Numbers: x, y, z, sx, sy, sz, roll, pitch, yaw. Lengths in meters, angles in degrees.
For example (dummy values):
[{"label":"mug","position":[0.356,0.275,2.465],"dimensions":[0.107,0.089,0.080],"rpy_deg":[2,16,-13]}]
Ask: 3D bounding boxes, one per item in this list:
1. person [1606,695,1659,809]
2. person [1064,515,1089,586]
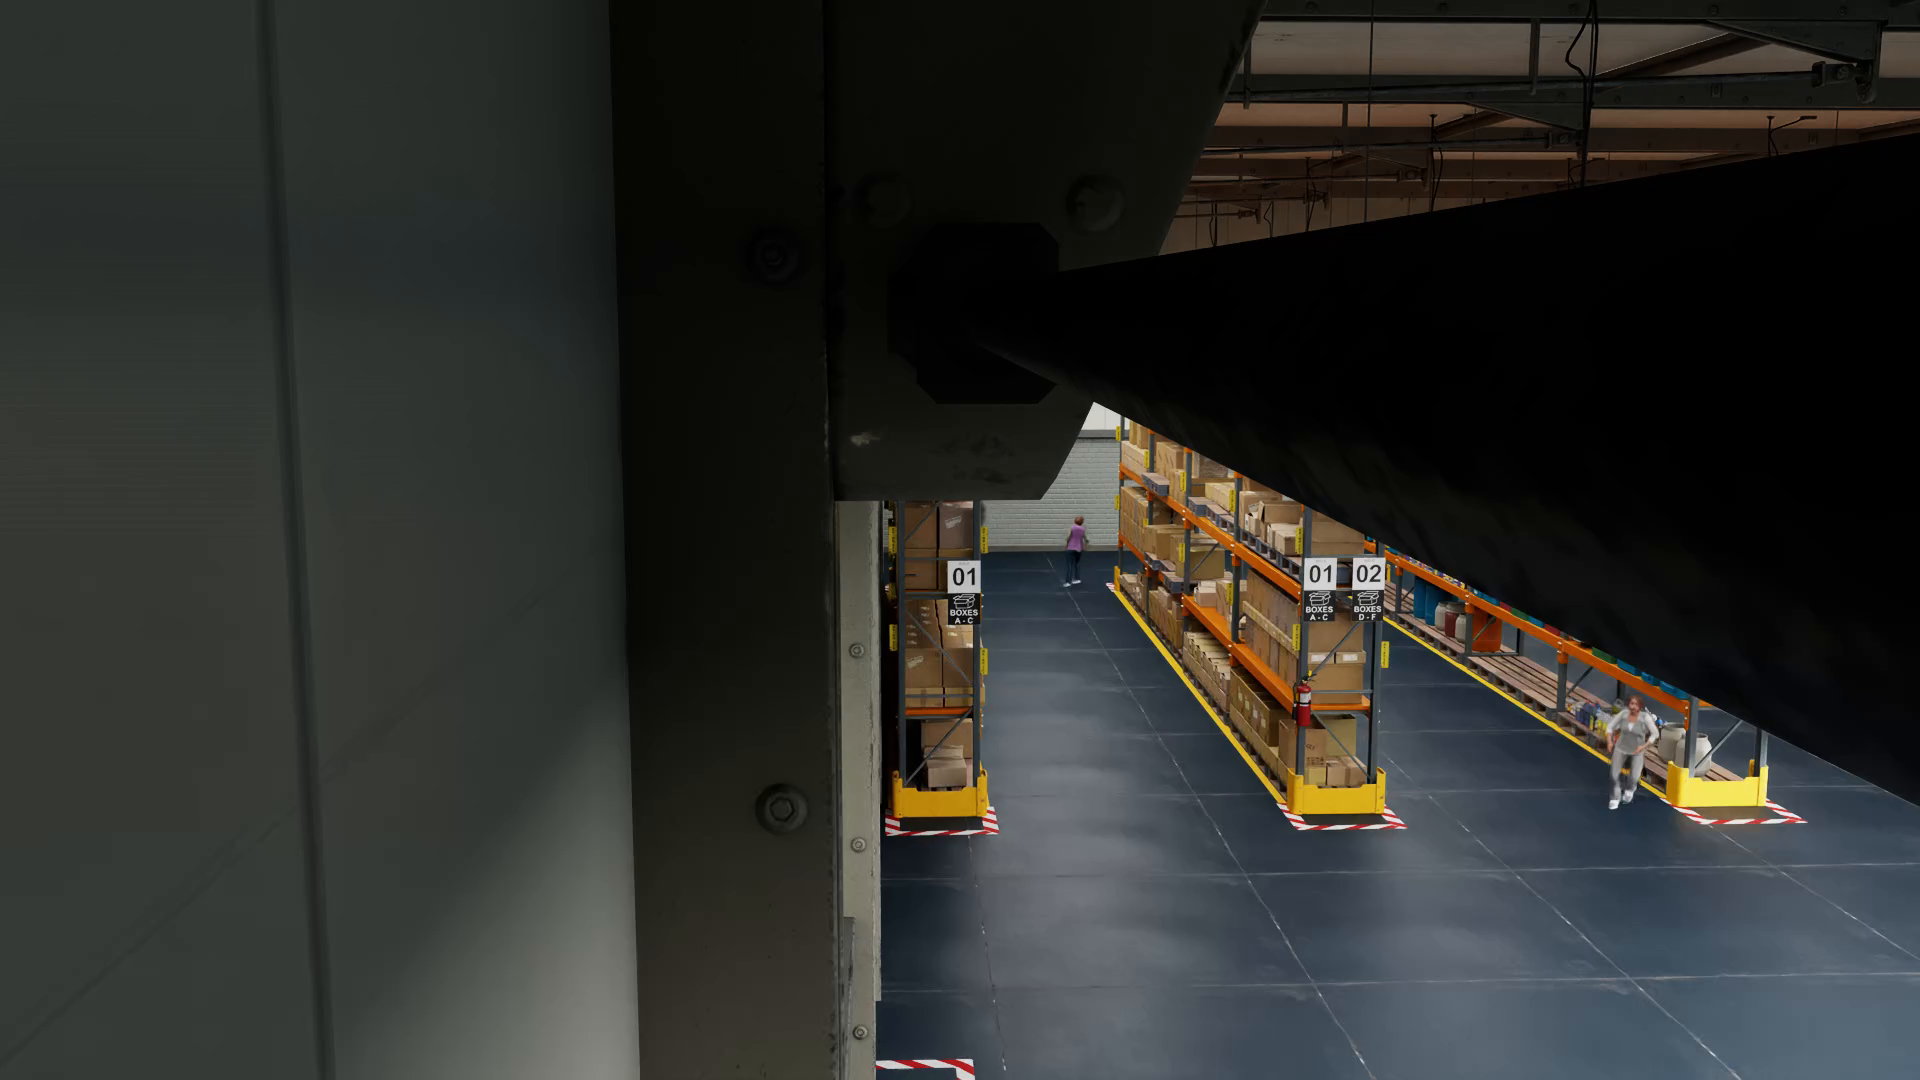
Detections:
[{"label":"person","position":[8.333,2.645,20.654],"dimensions":[0.617,1.509,0.500],"rpy_deg":[4,9,23]},{"label":"person","position":[2.576,0.254,37.048],"dimensions":[0.548,1.533,0.484],"rpy_deg":[-2,8,-11]}]
